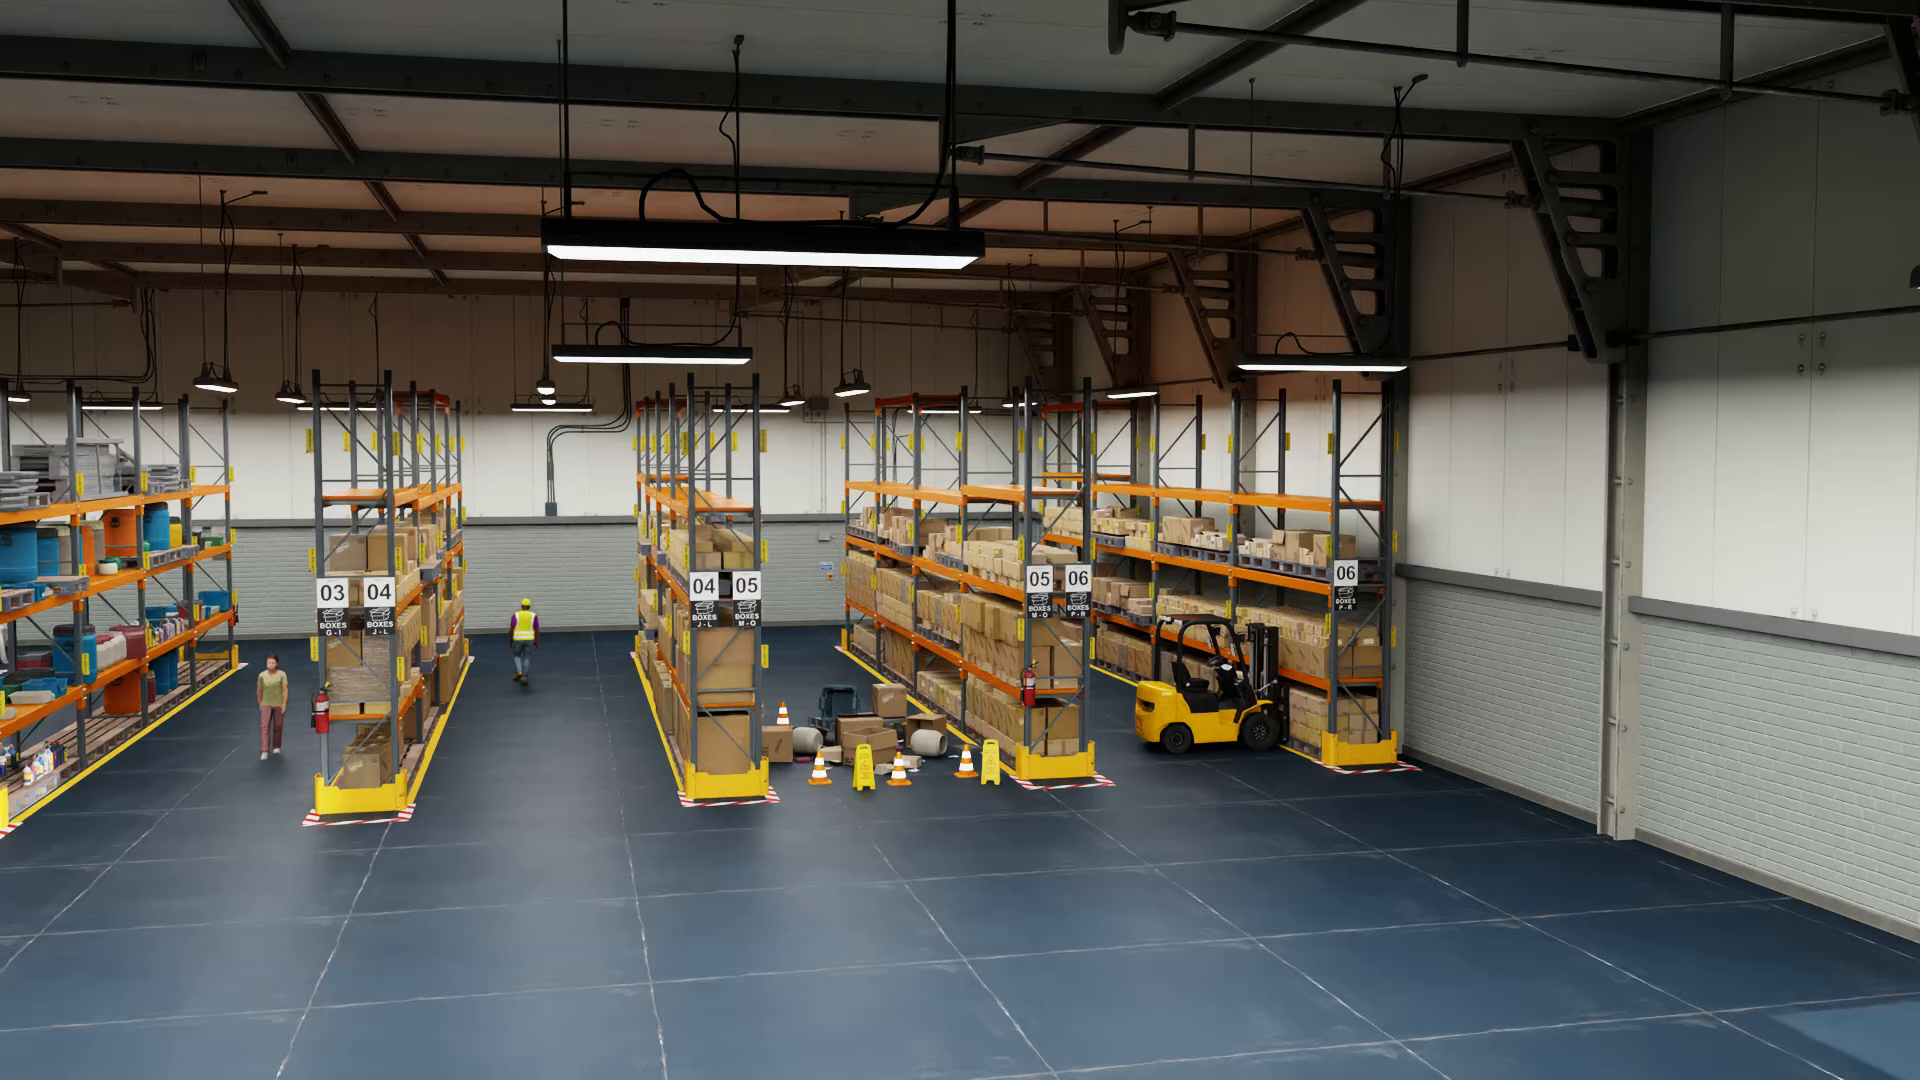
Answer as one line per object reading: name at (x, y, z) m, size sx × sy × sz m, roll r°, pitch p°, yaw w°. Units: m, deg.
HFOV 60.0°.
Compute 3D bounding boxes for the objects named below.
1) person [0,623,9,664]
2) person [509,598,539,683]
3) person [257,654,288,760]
person at (-21.812, 2.001, 37.798) m, size 1.030 × 1.604 × 0.521 m, roll 2°, pitch 4°, yaw 31°
person at (-9.105, 2.106, 34.736) m, size 0.607 × 1.760 × 0.500 m, roll -1°, pitch 3°, yaw -14°
person at (-10.930, 2.637, 26.470) m, size 0.459 × 1.623 × 0.964 m, roll -2°, pitch 4°, yaw -26°
